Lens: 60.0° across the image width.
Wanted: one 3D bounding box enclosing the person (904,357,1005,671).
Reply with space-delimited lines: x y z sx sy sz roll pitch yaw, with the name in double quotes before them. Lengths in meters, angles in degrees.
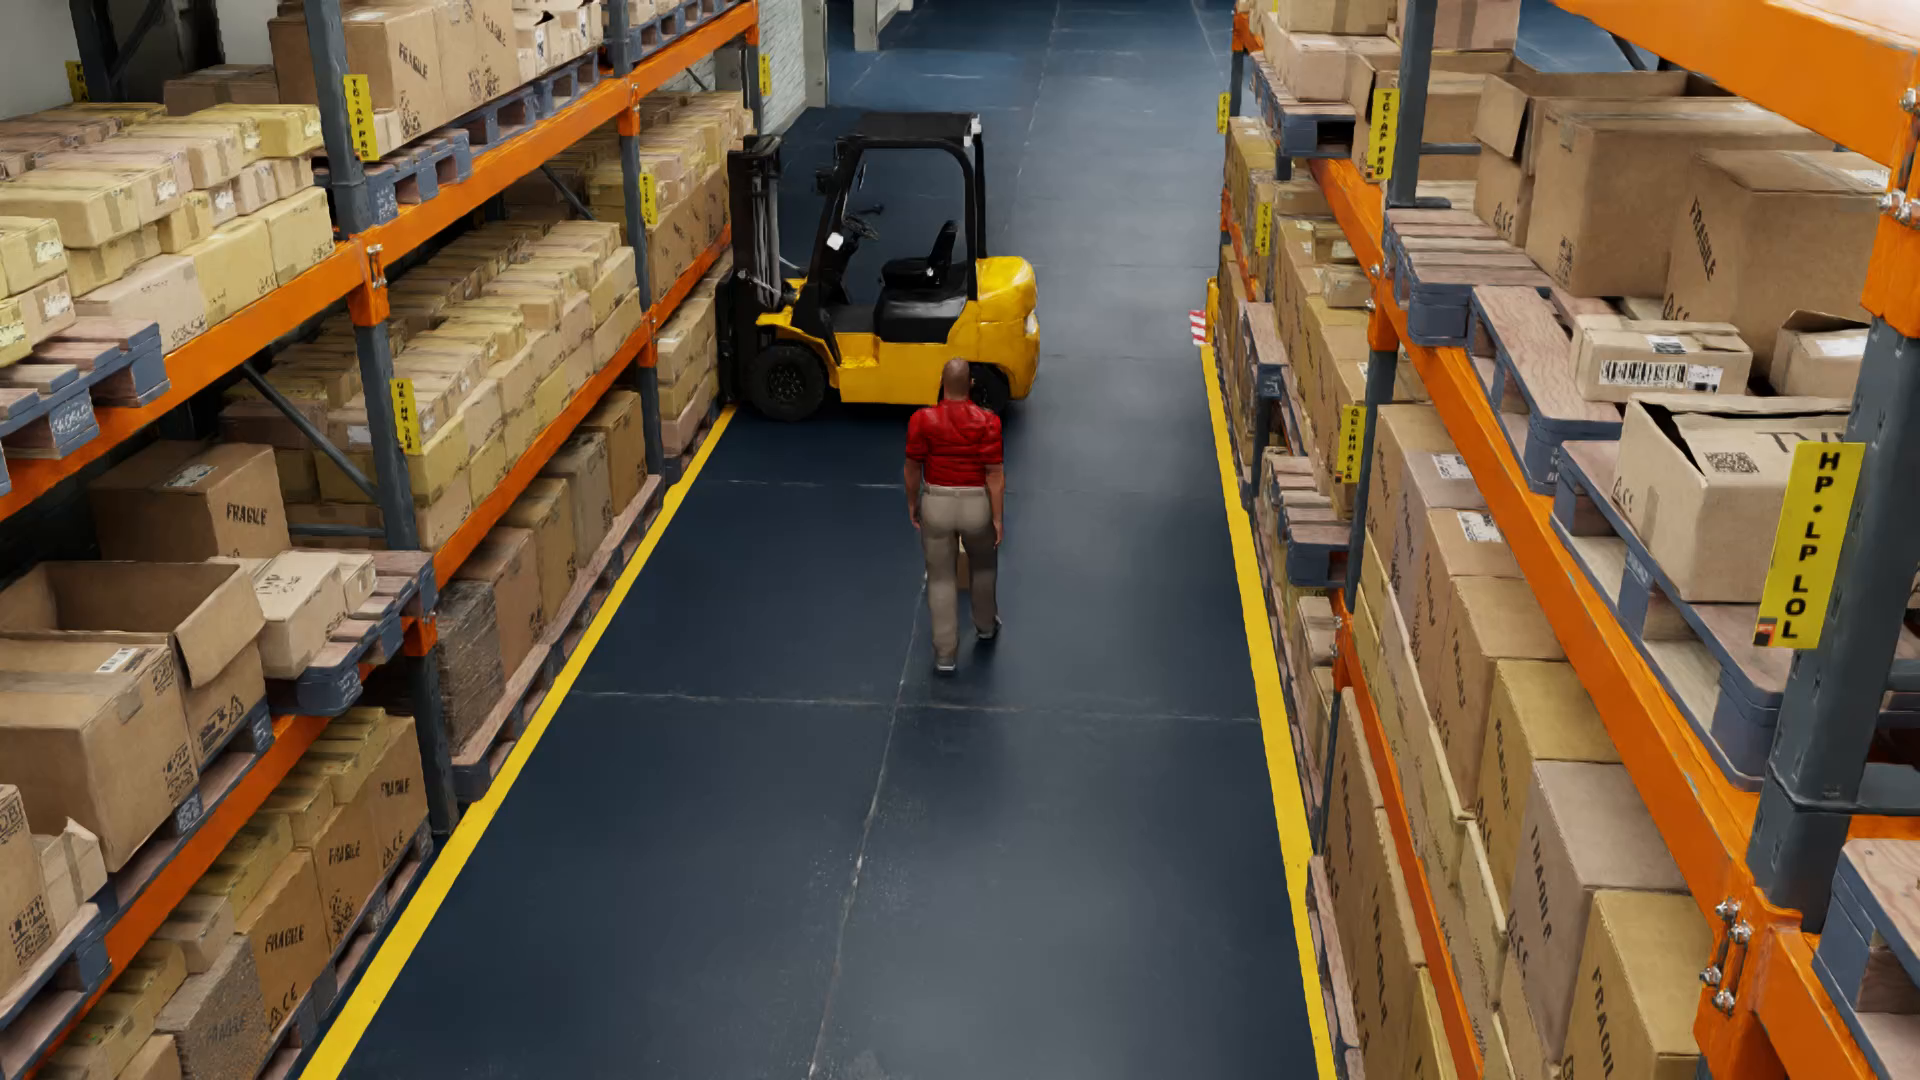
"person" -0.026 -0.190 9.025 0.539 1.723 0.705 1 24 2
